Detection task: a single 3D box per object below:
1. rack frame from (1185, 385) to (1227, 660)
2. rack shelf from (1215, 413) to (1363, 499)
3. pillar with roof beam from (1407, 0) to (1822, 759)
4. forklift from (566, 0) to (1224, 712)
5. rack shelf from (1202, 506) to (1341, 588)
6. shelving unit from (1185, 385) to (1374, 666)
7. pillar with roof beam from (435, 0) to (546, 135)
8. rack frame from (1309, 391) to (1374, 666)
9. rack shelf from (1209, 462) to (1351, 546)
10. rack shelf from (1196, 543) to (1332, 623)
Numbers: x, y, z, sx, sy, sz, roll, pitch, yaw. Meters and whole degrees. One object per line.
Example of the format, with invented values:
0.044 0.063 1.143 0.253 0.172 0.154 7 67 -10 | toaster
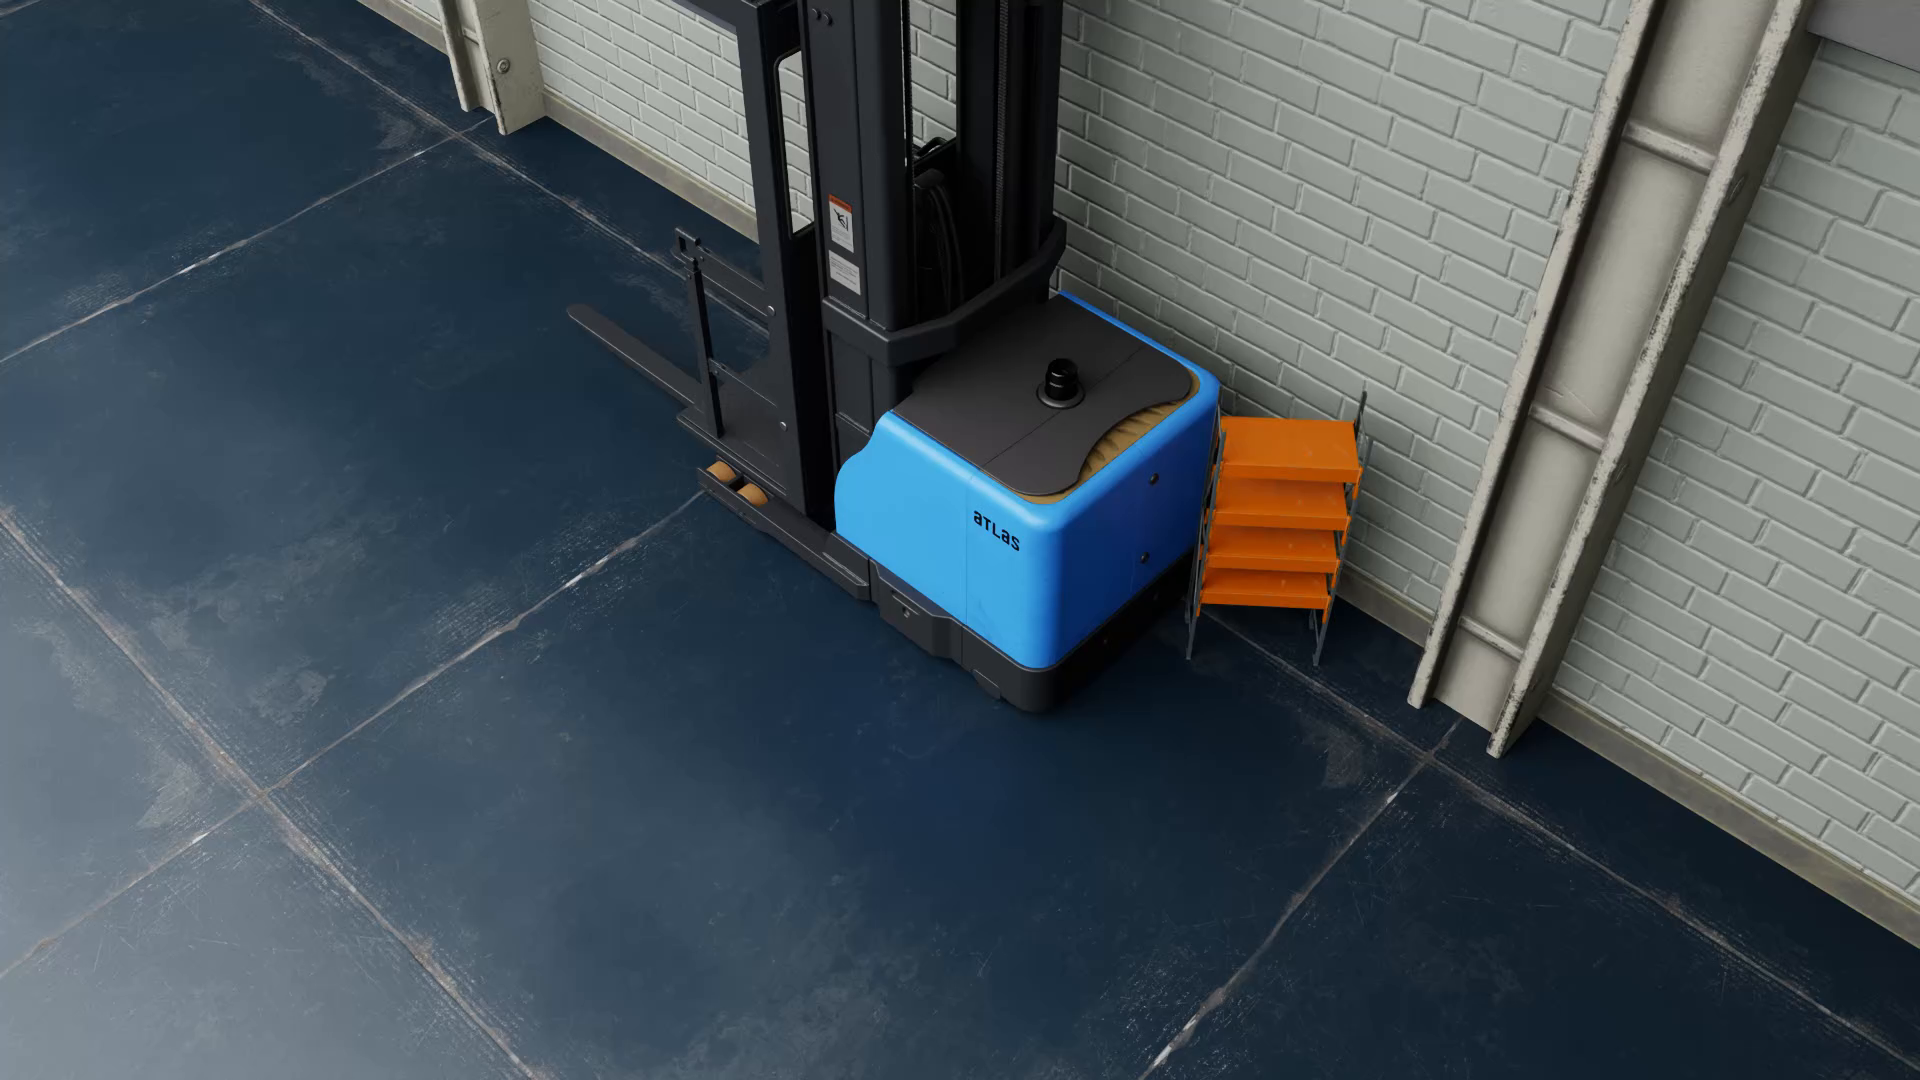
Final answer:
0.890 -0.035 6.068 0.015 1.200 0.240 3 47 3 | rack frame
1.133 -0.292 5.771 0.480 0.148 0.258 3 47 3 | rack shelf
-0.983 -0.148 0.825 0.400 9.000 9.100 34 55 28 | pillar with roof beam
-0.458 -1.318 6.086 3.031 2.935 1.130 34 56 28 | forklift
1.133 0.023 6.107 0.480 0.148 0.258 3 47 3 | rack shelf
1.133 -0.023 6.058 0.503 1.200 0.258 3 47 3 | shelving unit
-5.392 -3.115 3.611 0.400 9.000 9.100 34 55 28 | pillar with roof beam
1.377 -0.012 6.047 0.015 1.200 0.240 3 47 3 | rack frame
1.133 -0.131 5.943 0.480 0.148 0.258 3 47 3 | rack shelf
1.133 0.159 6.251 0.480 0.148 0.258 3 47 3 | rack shelf
